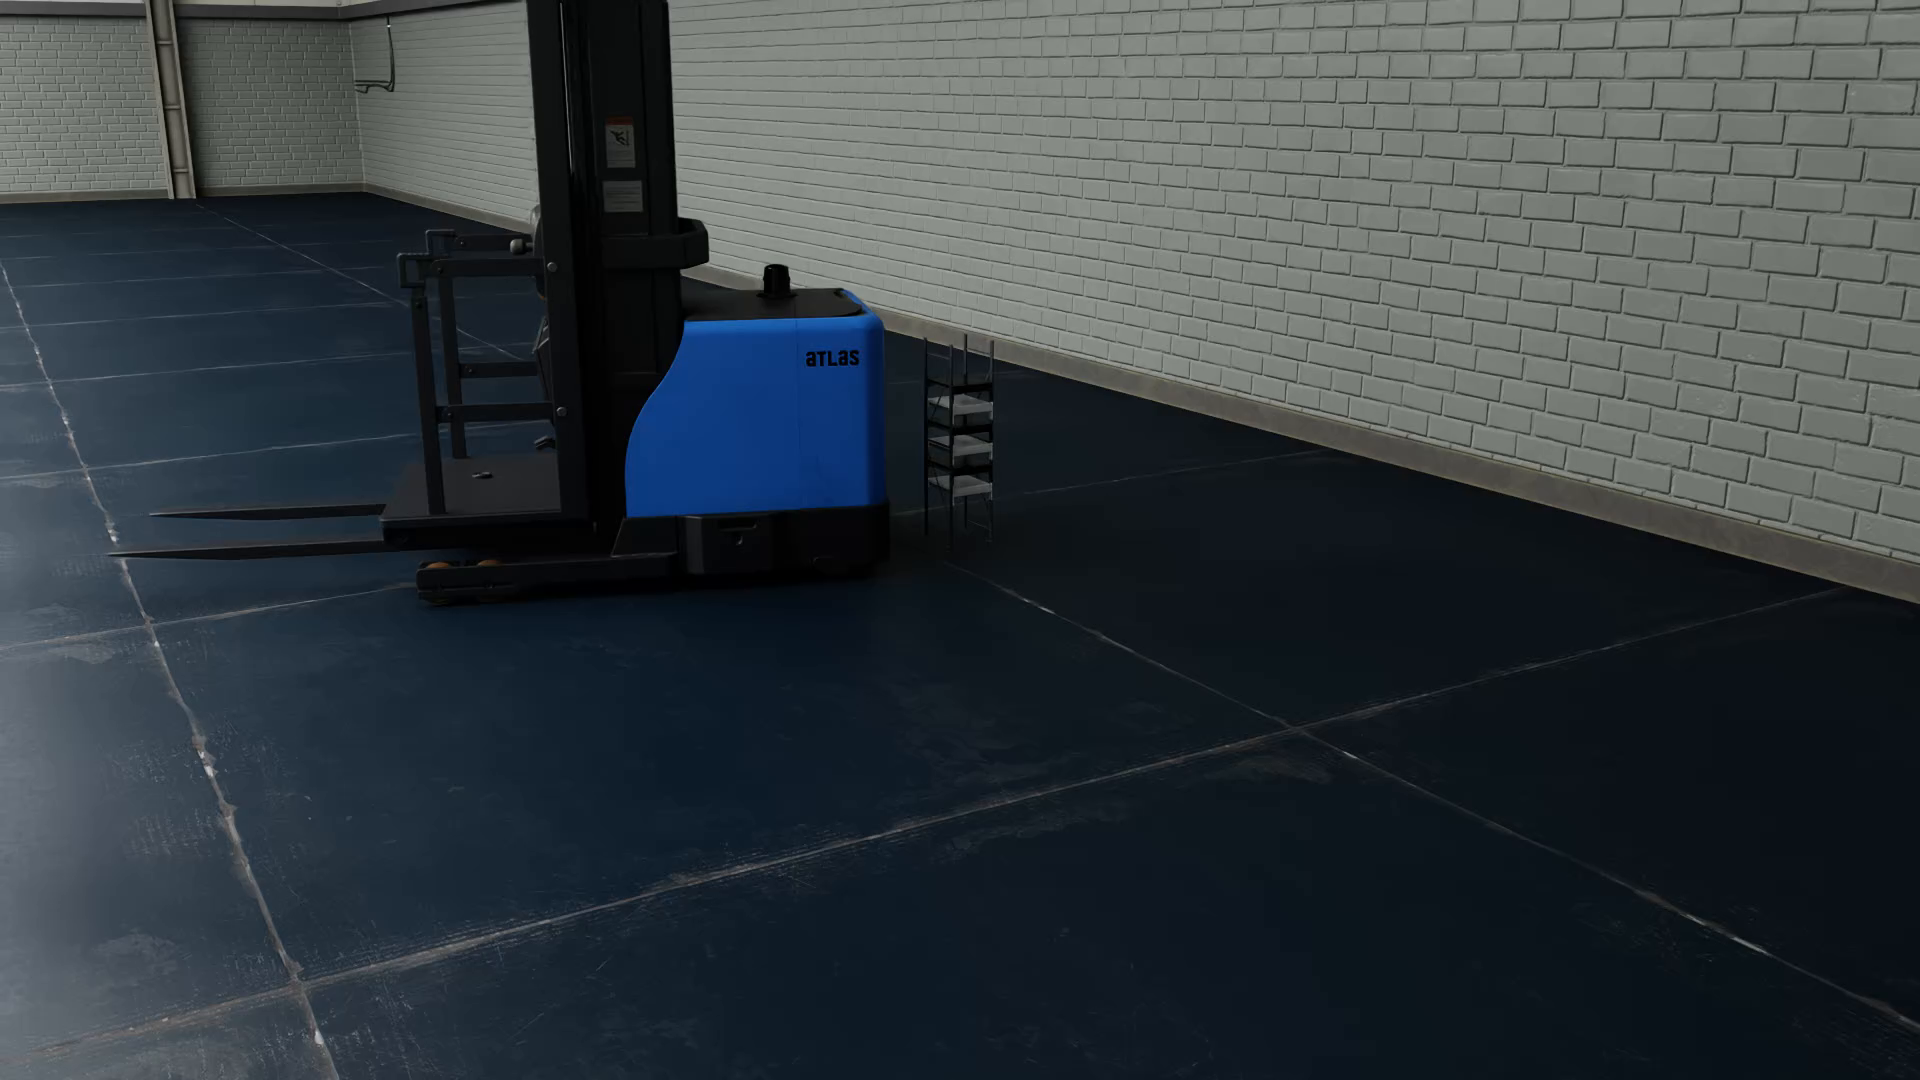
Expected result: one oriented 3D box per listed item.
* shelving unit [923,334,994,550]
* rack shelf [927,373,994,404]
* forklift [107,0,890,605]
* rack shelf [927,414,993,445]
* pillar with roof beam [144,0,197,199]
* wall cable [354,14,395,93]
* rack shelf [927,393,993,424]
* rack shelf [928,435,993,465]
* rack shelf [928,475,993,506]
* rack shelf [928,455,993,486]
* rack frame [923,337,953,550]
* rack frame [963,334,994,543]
[{"bbox_3d":[-0.007,-0.432,7.284,0.210,0.900,0.258,-9,18,-30],"label":"shelving unit"},{"bbox_3d":[-0.007,-0.660,7.220,0.200,0.077,0.258,-9,18,-30],"label":"rack shelf"},{"bbox_3d":[-1.860,-1.311,6.655,3.031,2.935,1.130,-3,16,-11],"label":"forklift"},{"bbox_3d":[-0.007,-0.487,7.269,0.200,0.077,0.258,-9,18,-30],"label":"rack shelf"},{"bbox_3d":[-10.791,-9.059,23.053,0.400,9.000,9.100,-9,18,-30],"label":"pillar with roof beam"},{"bbox_3d":[-9.802,-8.663,27.395,0.112,2.526,3.097,-9,18,-30],"label":"wall cable"},{"bbox_3d":[-0.007,-0.573,7.245,0.200,0.077,0.258,-9,18,-30],"label":"rack shelf"},{"bbox_3d":[-0.007,-0.400,7.293,0.200,0.077,0.258,-9,18,-30],"label":"rack shelf"},{"bbox_3d":[-0.007,-0.227,7.342,0.200,0.077,0.258,-9,18,-30],"label":"rack shelf"},{"bbox_3d":[-0.007,-0.313,7.318,0.200,0.077,0.258,-9,18,-30],"label":"rack shelf"},{"bbox_3d":[-0.094,-0.418,7.234,0.006,0.900,0.240,-9,18,-30],"label":"rack frame"},{"bbox_3d":[0.080,-0.446,7.335,0.006,0.900,0.240,-9,18,-30],"label":"rack frame"}]
